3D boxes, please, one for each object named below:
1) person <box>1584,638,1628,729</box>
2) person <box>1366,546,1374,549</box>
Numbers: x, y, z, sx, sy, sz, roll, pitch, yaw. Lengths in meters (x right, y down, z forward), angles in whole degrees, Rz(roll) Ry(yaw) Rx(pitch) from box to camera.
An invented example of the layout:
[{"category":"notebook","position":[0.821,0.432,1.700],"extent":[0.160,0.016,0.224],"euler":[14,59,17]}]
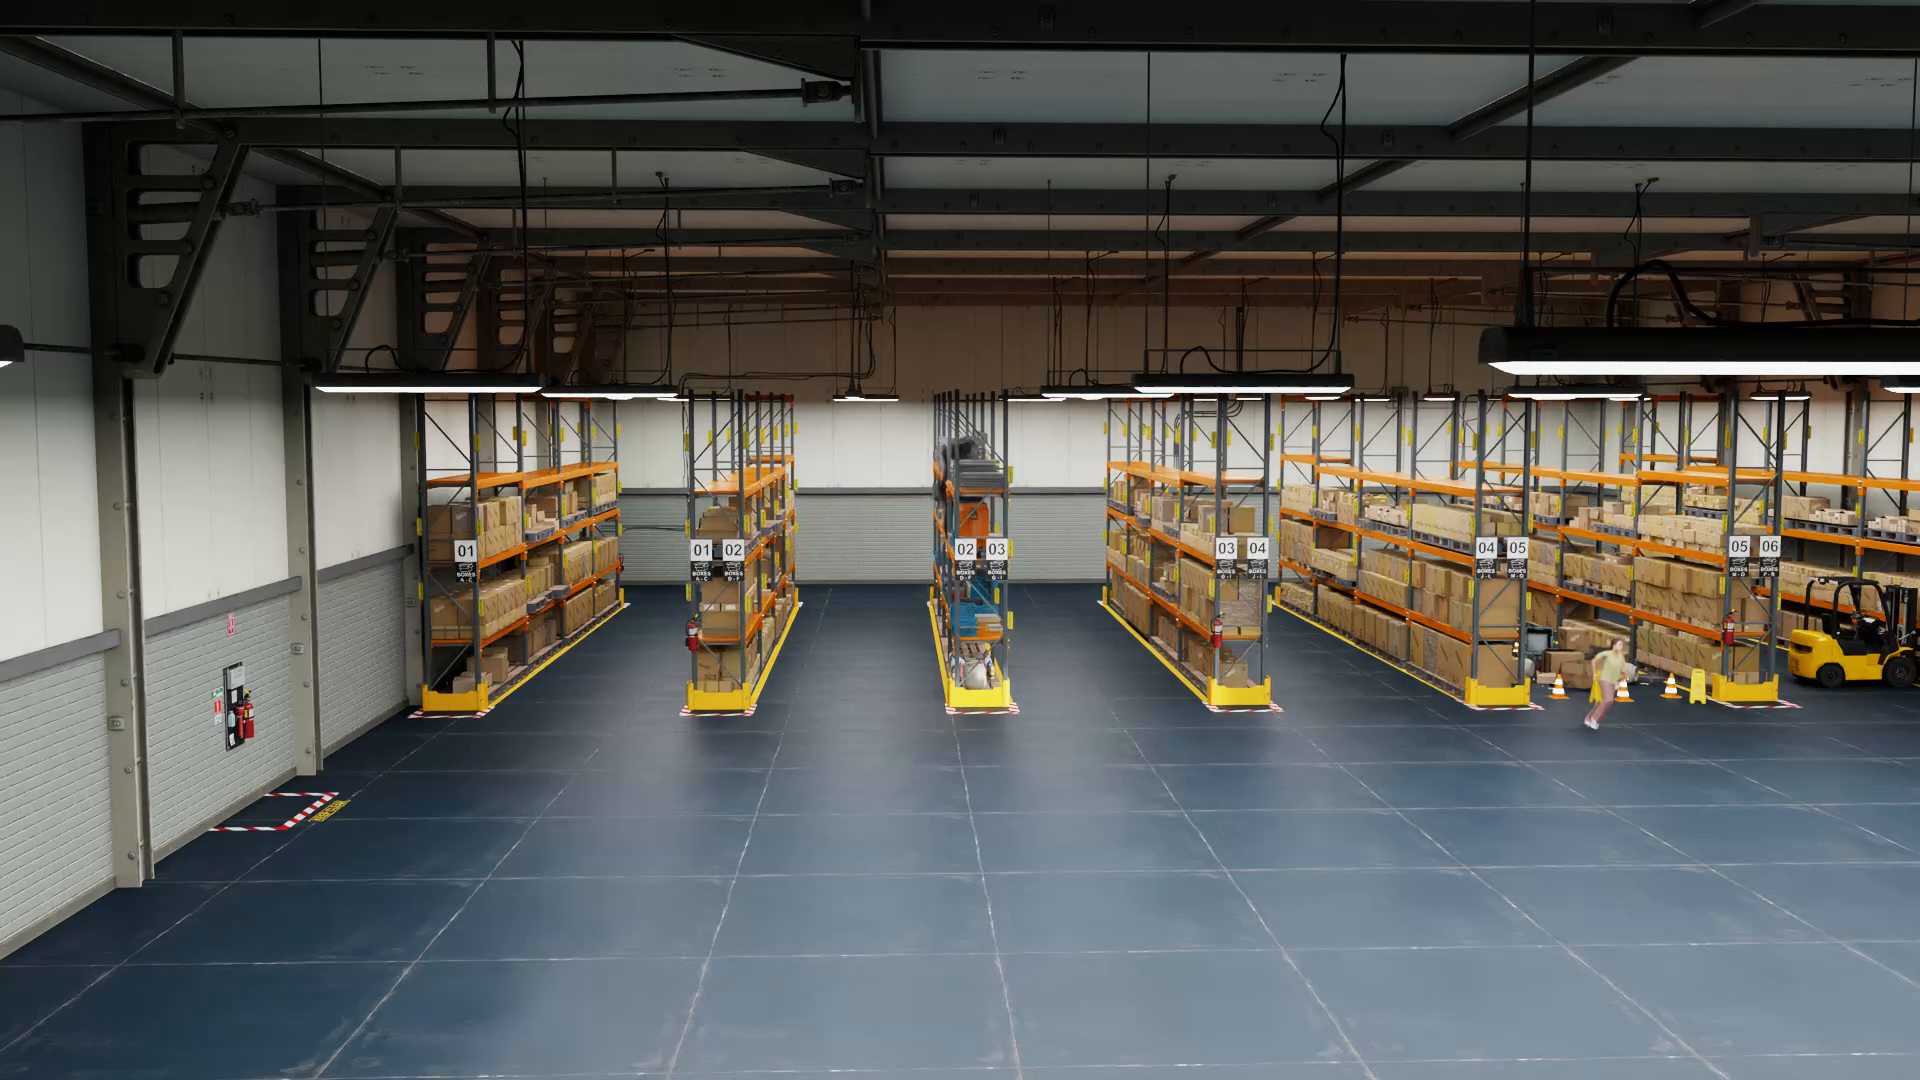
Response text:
[{"category":"person","position":[11.383,2.509,29.279],"extent":[0.744,1.585,0.700],"euler":[-2,5,-23]},{"category":"person","position":[11.632,1.050,46.885],"extent":[0.597,1.726,0.955],"euler":[-2,5,-25]}]
